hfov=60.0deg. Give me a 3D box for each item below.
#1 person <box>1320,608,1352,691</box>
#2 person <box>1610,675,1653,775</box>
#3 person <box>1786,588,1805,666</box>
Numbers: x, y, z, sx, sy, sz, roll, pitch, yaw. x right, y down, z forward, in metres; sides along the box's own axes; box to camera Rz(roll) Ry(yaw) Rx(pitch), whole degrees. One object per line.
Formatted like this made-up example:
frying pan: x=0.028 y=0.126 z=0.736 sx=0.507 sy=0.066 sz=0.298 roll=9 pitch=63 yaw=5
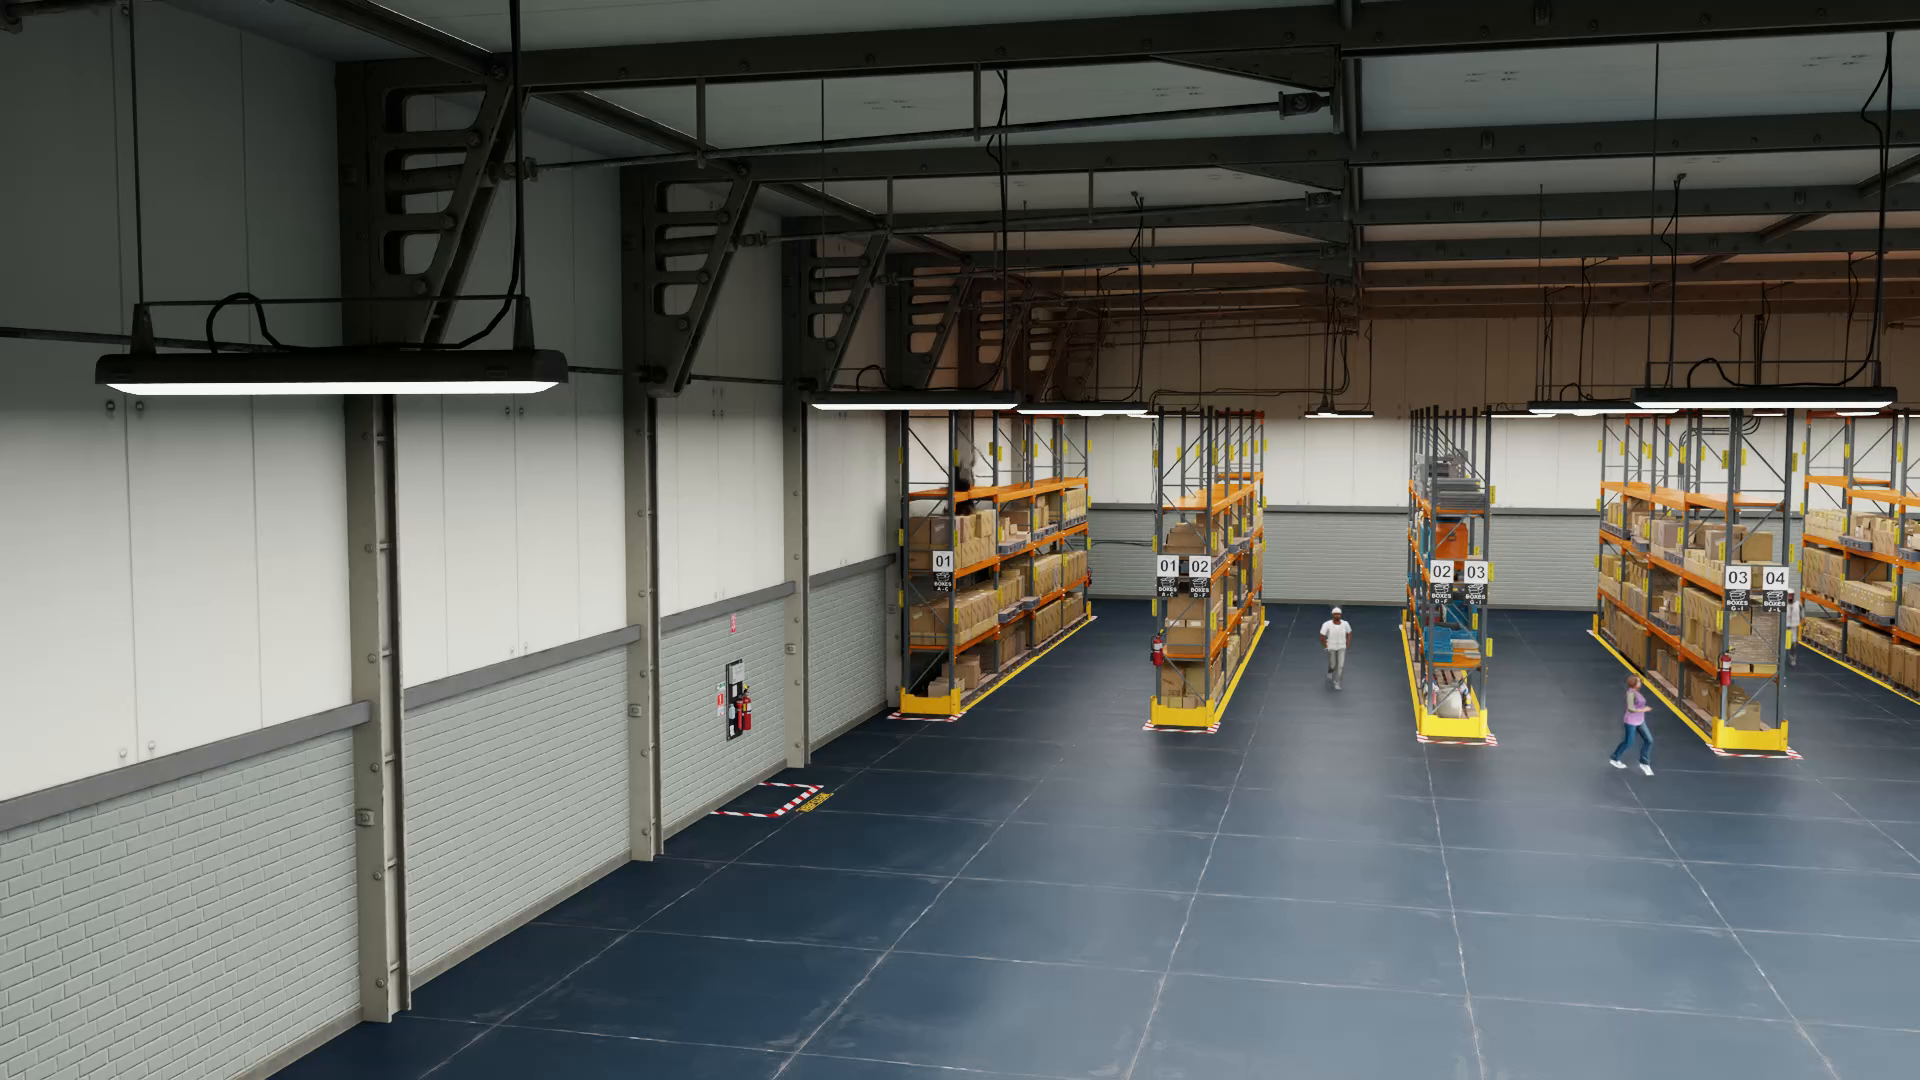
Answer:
person: x=8.051 y=2.313 z=35.564 sx=0.699 sy=1.737 sz=0.758 roll=0 pitch=4 yaw=2
person: x=10.882 y=2.994 z=26.974 sx=0.529 sy=1.636 sz=0.670 roll=-4 pitch=6 yaw=-43
person: x=19.498 y=2.048 z=39.104 sx=0.668 sy=1.853 sz=0.764 roll=1 pitch=4 yaw=18
